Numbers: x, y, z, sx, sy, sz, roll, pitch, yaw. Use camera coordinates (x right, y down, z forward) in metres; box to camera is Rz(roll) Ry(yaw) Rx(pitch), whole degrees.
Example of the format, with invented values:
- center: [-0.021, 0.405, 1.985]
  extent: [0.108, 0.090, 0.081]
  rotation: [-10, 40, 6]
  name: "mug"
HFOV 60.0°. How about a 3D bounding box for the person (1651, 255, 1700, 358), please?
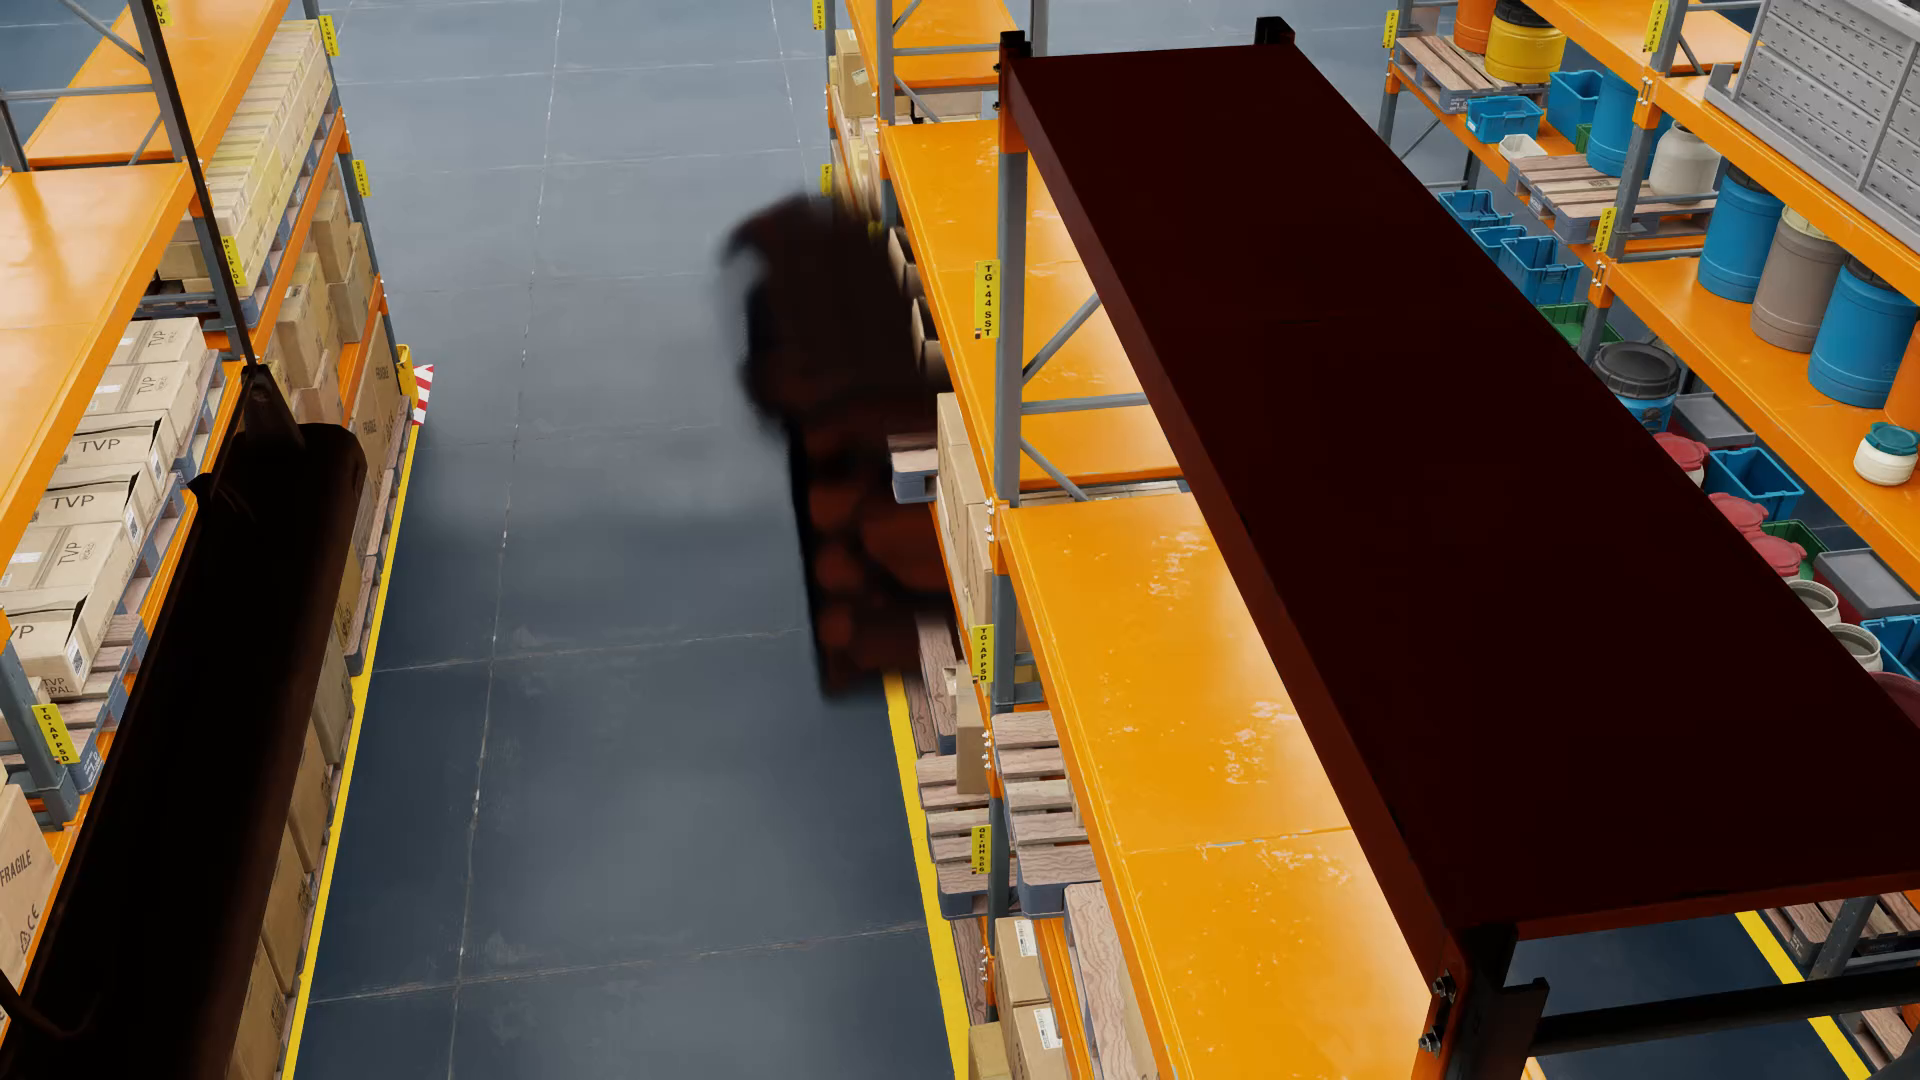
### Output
- center: [6.244, -1.925, 14.664]
  extent: [0.352, 1.677, 0.487]
  rotation: [2, 36, 3]
  name: "person"
